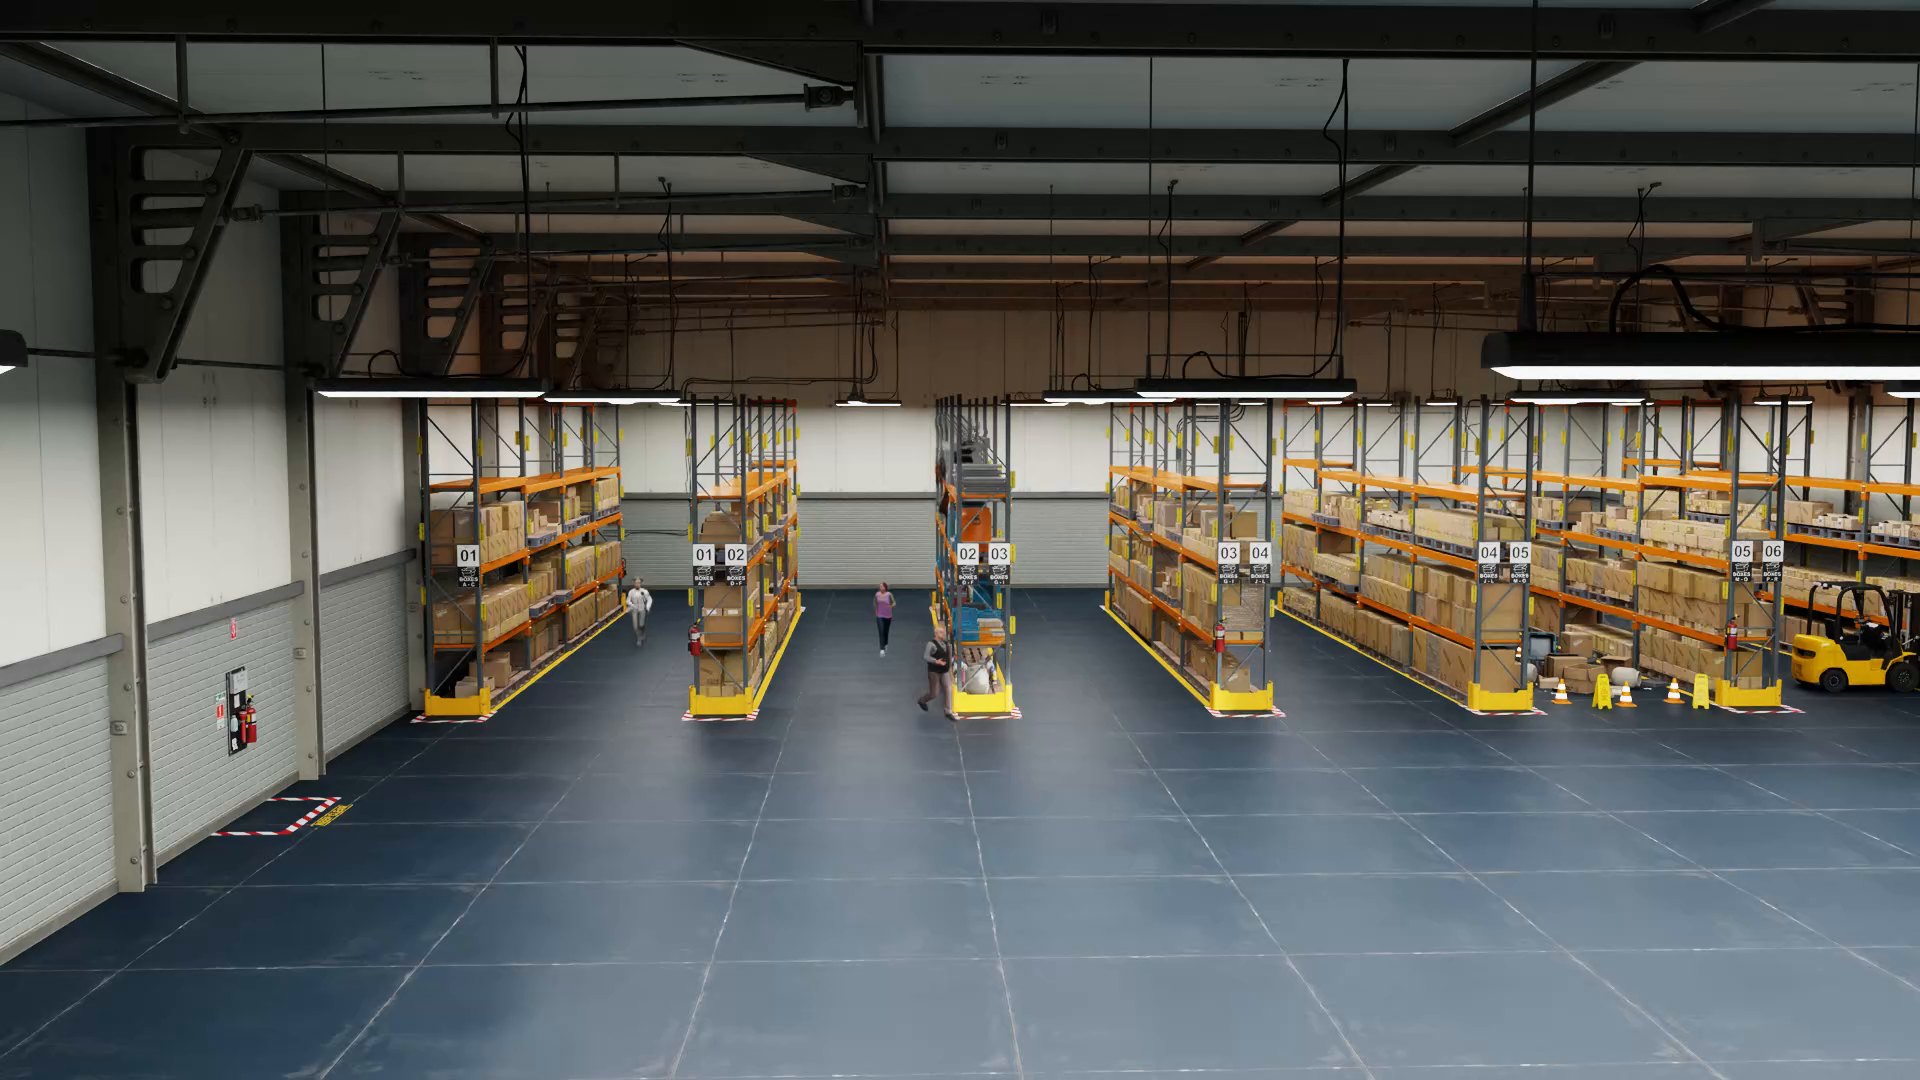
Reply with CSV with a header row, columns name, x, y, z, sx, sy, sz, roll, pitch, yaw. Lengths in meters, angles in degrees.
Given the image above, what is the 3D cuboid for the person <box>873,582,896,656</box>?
name,x,y,z,sx,sy,sz,roll,pitch,yaw
person,-1.673,1.735,36.893,0.525,1.603,0.769,0,4,0

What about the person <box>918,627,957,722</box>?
name,x,y,z,sx,sy,sz,roll,pitch,yaw
person,-0.408,2.455,30.739,0.677,1.723,0.976,-4,6,-43

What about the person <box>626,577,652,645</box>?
name,x,y,z,sx,sy,sz,roll,pitch,yaw
person,-7.783,1.730,40.268,0.604,1.659,0.538,0,5,-4
